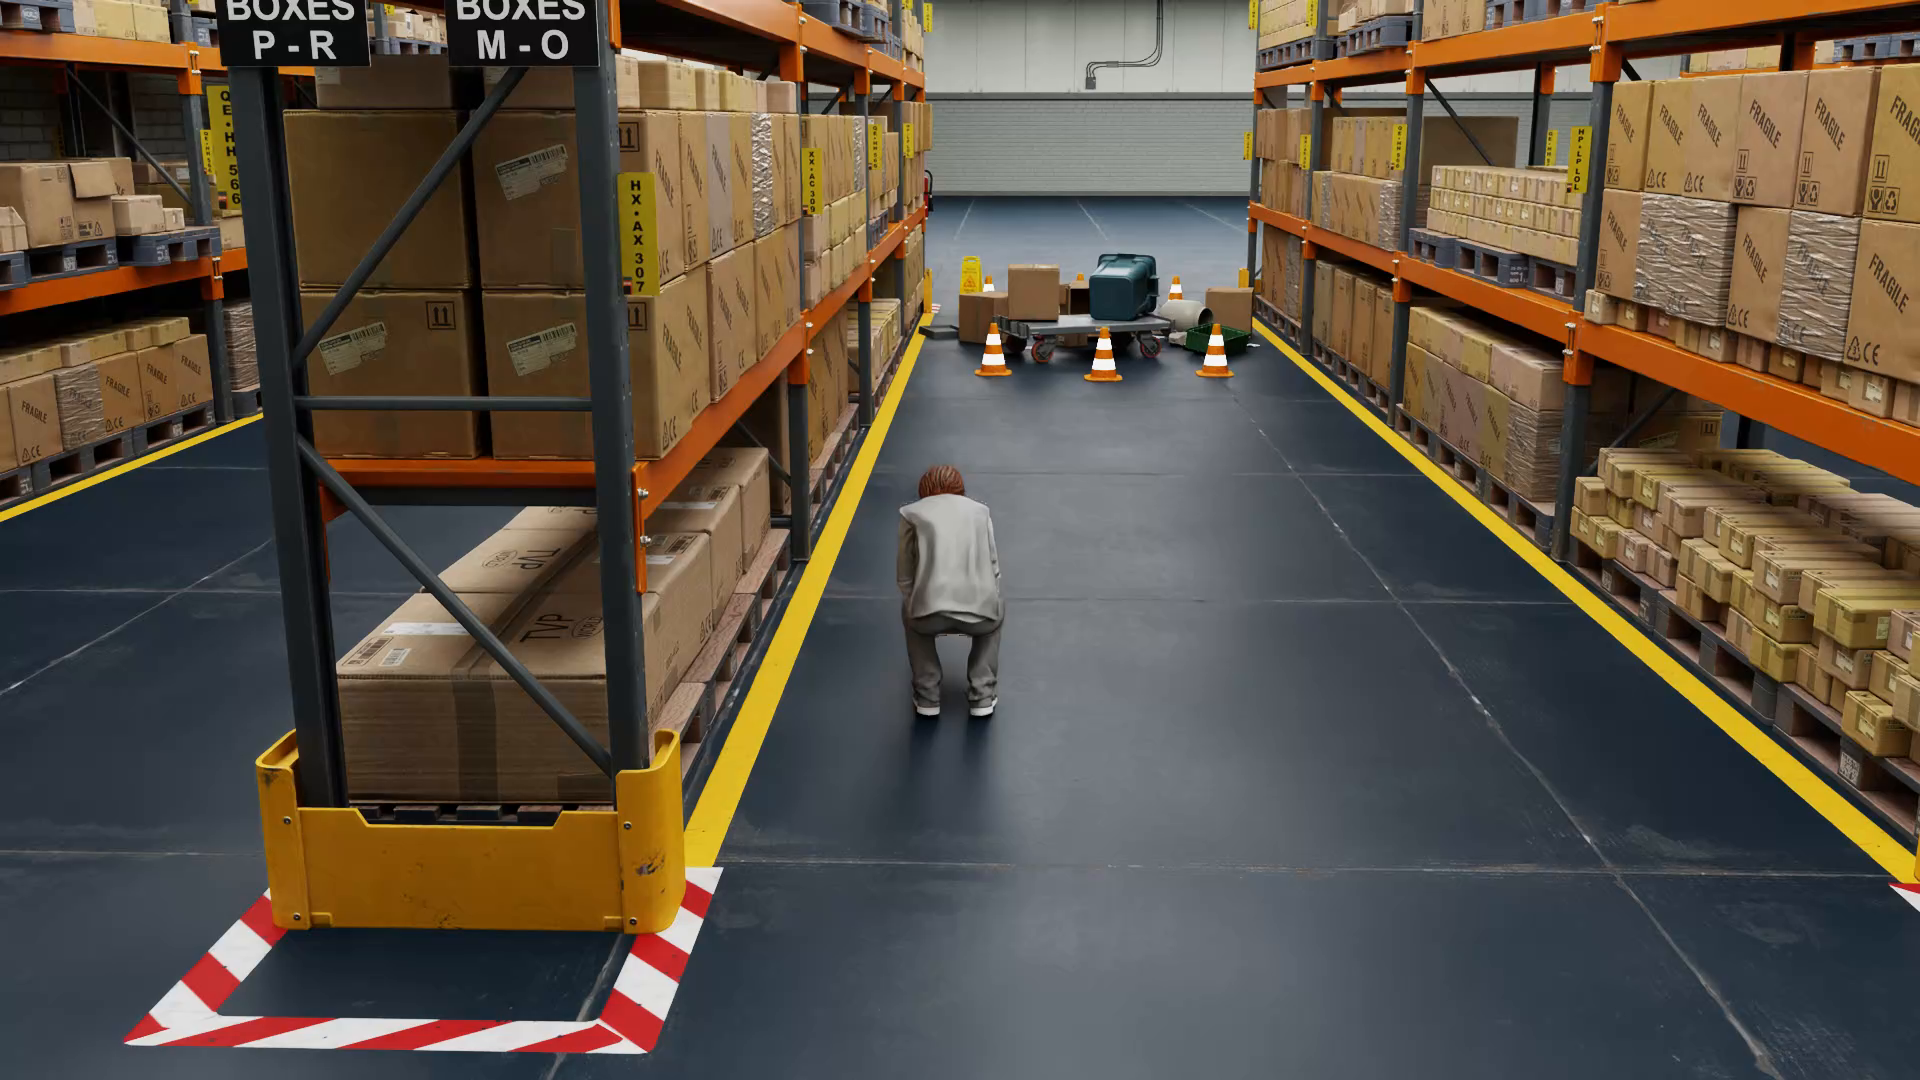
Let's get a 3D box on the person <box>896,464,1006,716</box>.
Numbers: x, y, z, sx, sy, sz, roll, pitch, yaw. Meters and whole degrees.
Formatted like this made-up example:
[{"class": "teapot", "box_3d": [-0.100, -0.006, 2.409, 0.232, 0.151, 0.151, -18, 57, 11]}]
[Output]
[{"class": "person", "box_3d": [-0.042, 0.209, 6.613, 0.447, 0.907, 0.807, 0, 14, 1]}]
